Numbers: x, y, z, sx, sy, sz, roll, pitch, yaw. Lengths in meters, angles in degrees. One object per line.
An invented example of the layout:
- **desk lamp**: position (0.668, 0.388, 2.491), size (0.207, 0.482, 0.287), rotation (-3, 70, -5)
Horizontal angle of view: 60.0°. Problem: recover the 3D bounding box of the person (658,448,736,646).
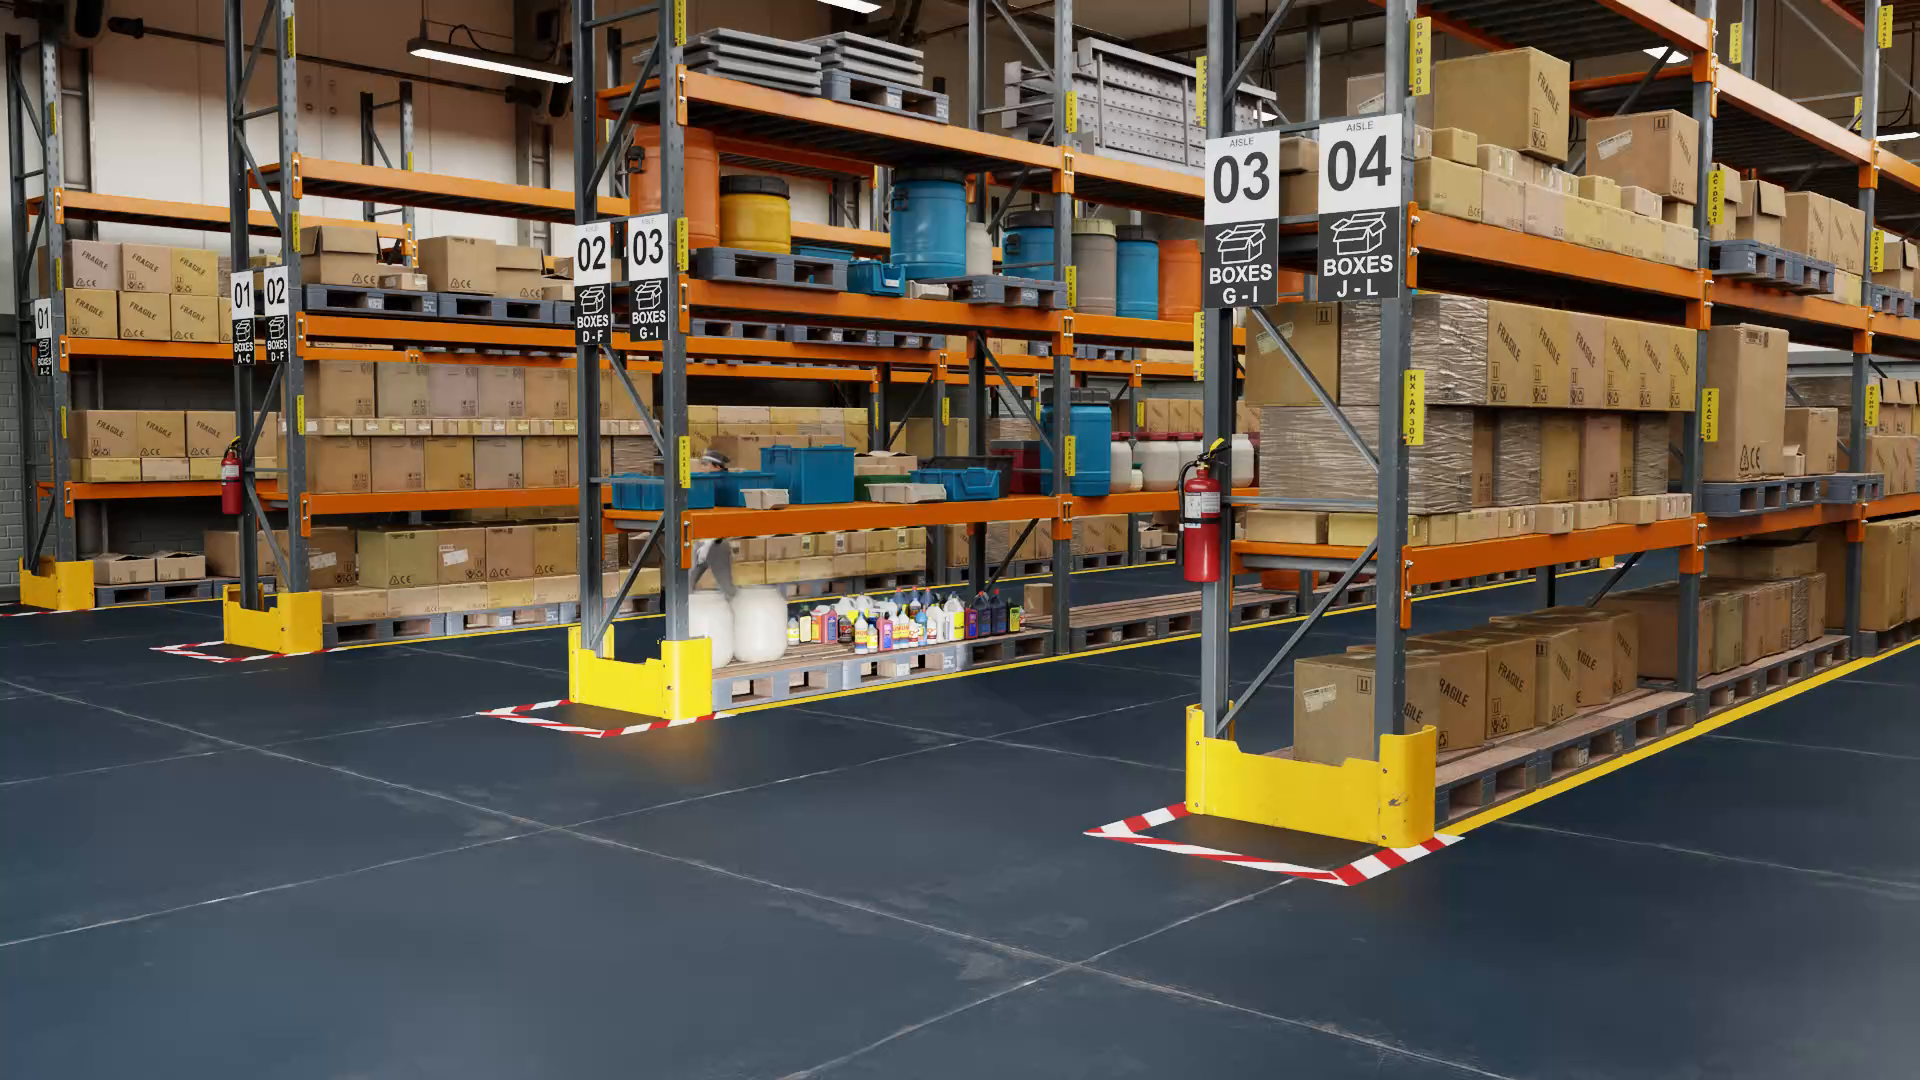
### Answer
- **person**: position (-2.188, 0.068, 14.269), size (0.751, 1.720, 0.526), rotation (-2, 4, -29)
